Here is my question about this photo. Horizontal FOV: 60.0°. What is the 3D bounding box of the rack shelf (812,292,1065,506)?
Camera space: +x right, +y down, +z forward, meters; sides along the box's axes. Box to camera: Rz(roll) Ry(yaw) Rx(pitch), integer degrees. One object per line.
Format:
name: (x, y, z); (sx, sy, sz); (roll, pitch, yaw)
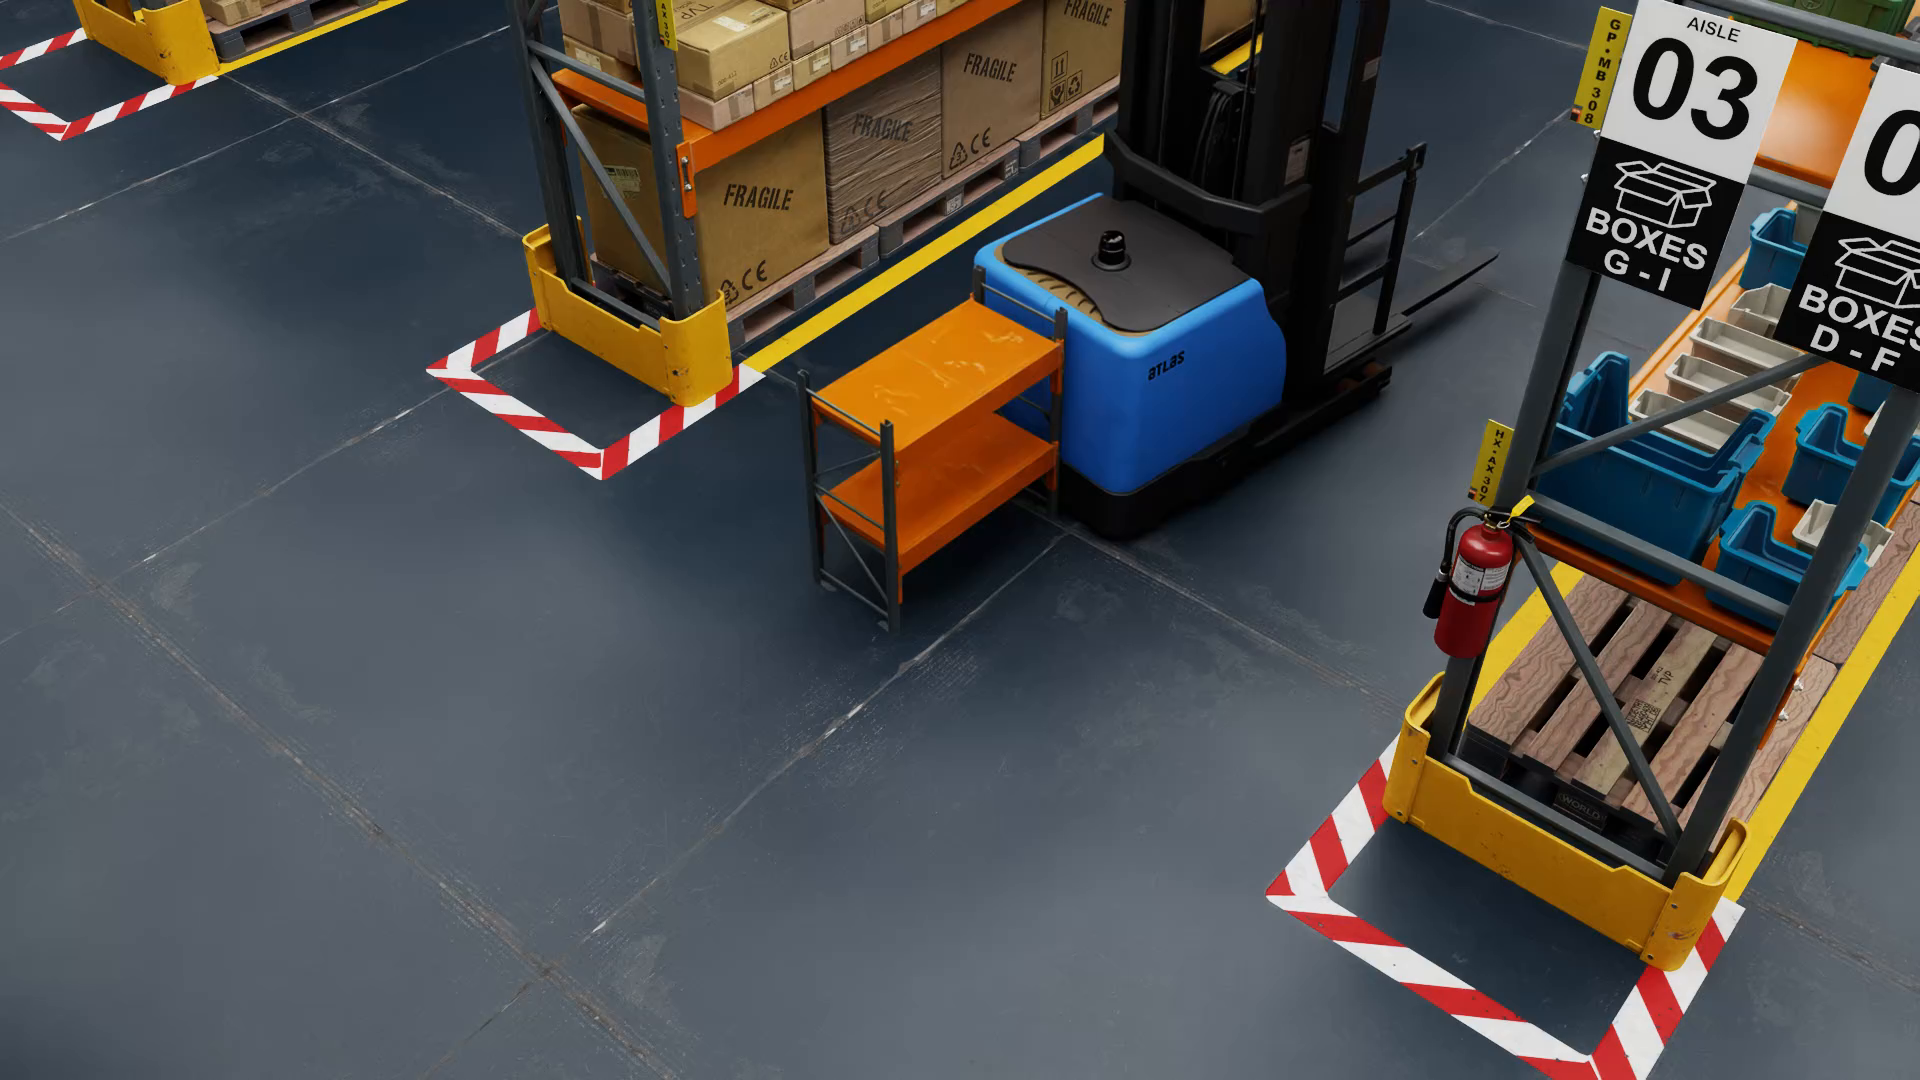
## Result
rack shelf: (-0.097, -0.596, 6.817); (0.538, 0.278, 1.000); (32, 51, 30)

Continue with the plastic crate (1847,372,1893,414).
plastic crate: (3.400, -0.573, 5.912); (0.416, 0.233, 0.300); (29, 50, 28)

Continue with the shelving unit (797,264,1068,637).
shelving unit: (-0.097, -0.380, 7.014); (0.538, 1.125, 1.048); (32, 51, 30)

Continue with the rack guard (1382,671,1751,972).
rack guard: (2.136, 0.993, 5.969); (1.175, 0.500, 0.348); (29, 50, 28)

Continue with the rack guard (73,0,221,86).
rack guard: (-5.331, -3.408, 10.809); (1.175, 0.500, 0.348); (29, 50, 28)

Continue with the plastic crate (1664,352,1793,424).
plastic crate: (2.726, -0.516, 5.921); (0.396, 0.136, 0.243); (29, 50, 28)

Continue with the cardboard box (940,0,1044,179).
cardboard box: (-0.140, -2.755, 9.499); (0.875, 0.875, 0.875); (29, 50, 28)

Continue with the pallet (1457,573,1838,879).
pallet: (2.702, 0.674, 6.534); (1.003, 0.211, 1.213); (29, 50, 28)

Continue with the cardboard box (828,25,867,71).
cardboard box: (-0.673, -2.441, 8.074); (0.380, 0.149, 0.250); (29, 50, 28)

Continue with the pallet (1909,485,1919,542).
pallet: (4.273, -0.582, 7.916); (1.003, 0.211, 1.213); (29, 50, 28)

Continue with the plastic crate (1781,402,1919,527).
plastic crate: (2.976, -0.234, 5.540); (0.416, 0.233, 0.300); (29, 50, 28)

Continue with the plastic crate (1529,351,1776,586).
plastic crate: (2.214, -0.239, 5.394); (0.616, 0.435, 0.499); (29, 50, 28)

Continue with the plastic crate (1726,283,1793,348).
plastic crate: (3.063, -0.830, 6.267); (0.298, 0.136, 0.250); (29, 50, 28)

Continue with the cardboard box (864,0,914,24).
cardboard box: (-0.478, -2.807, 8.180); (0.500, 0.250, 0.500); (28, 49, 27)

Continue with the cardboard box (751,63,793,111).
cardboard box: (-1.004, -2.174, 7.780); (0.380, 0.149, 0.250); (29, 50, 28)

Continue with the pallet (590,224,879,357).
pallet: (-1.194, -1.508, 8.934); (1.003, 0.211, 1.213); (29, 50, 28)

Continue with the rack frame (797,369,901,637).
rack frame: (-0.443, -0.129, 6.738); (0.500, 1.125, 0.032); (32, 51, 30)

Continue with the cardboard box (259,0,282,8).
cardboard box: (-4.692, -3.696, 11.074); (0.380, 0.149, 0.250); (29, 50, 28)

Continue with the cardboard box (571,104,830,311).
cardboard box: (-1.298, -1.828, 8.480); (0.875, 0.875, 0.875); (29, 50, 28)

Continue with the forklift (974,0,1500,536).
forklift: (1.490, -1.950, 7.398); (3.031, 2.935, 1.130); (-30, 50, -29)

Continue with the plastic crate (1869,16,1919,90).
plastic crate: (2.603, -1.089, 4.268); (0.497, 0.269, 0.590); (29, 50, 28)

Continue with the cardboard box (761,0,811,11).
cardboard box: (-0.812, -2.814, 7.630); (0.500, 0.500, 0.500); (28, 49, 28)

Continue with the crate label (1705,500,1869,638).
crate label: (2.553, 0.105, 5.167); (0.416, 0.233, 0.303); (29, 50, 28)

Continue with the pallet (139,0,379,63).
pallet: (-4.782, -3.704, 11.349); (1.003, 0.211, 1.213); (29, 50, 28)

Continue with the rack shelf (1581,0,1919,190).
rack shelf: (3.429, -1.823, 5.513); (1.077, 0.370, 4.000); (29, 50, 28)

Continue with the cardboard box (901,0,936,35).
cardboard box: (-0.342, -2.704, 8.364); (0.380, 0.149, 0.250); (29, 50, 28)

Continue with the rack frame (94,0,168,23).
rack frame: (-5.380, -4.294, 9.925); (1.000, 3.000, 0.127); (29, 50, 28)

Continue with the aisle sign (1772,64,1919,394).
aisle sign: (2.323, -0.746, 4.091); (0.394, 0.787, 0.004); (29, 50, 28)

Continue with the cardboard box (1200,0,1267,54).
cardboard box: (1.322, -3.861, 10.717); (1.225, 0.875, 0.875); (30, 50, 29)

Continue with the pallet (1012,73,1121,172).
pallet: (0.376, -2.765, 10.316); (1.003, 0.211, 1.213); (29, 50, 28)

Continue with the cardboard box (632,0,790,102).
cardboard box: (-1.134, -2.279, 7.600); (0.500, 0.250, 0.500); (28, 49, 27)

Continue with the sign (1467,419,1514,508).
sign: (1.710, -0.240, 5.345); (0.100, 0.325, 0.005); (29, 50, 28)

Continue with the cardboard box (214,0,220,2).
cardboard box: (-4.847, -3.663, 10.817); (0.380, 0.149, 0.250); (32, 51, 30)

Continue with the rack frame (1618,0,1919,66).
rack frame: (2.142, -2.170, 3.129); (1.000, 3.000, 0.127); (29, 50, 28)
